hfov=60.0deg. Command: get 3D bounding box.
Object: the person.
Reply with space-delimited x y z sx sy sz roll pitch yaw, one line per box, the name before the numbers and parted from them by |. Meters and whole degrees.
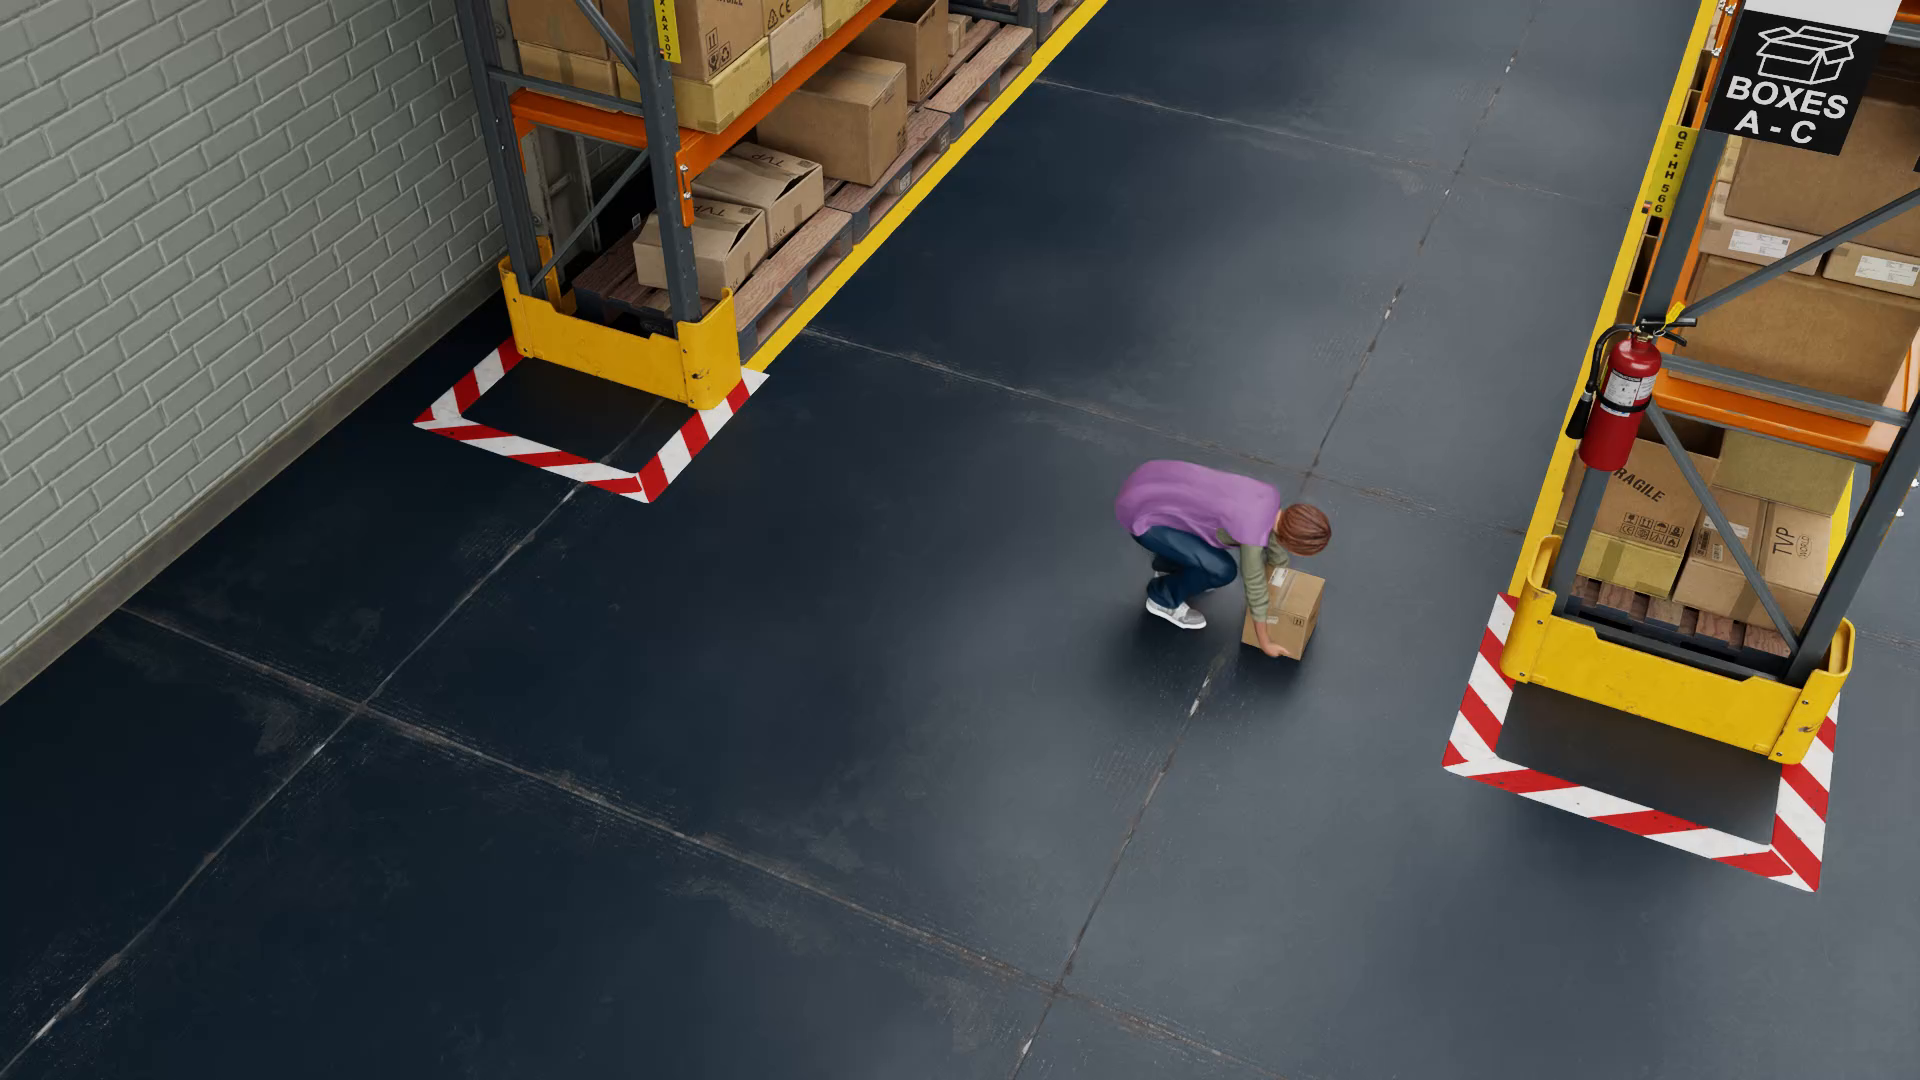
person | 1.052 0.040 6.797 0.872 0.738 0.418 16 45 17
